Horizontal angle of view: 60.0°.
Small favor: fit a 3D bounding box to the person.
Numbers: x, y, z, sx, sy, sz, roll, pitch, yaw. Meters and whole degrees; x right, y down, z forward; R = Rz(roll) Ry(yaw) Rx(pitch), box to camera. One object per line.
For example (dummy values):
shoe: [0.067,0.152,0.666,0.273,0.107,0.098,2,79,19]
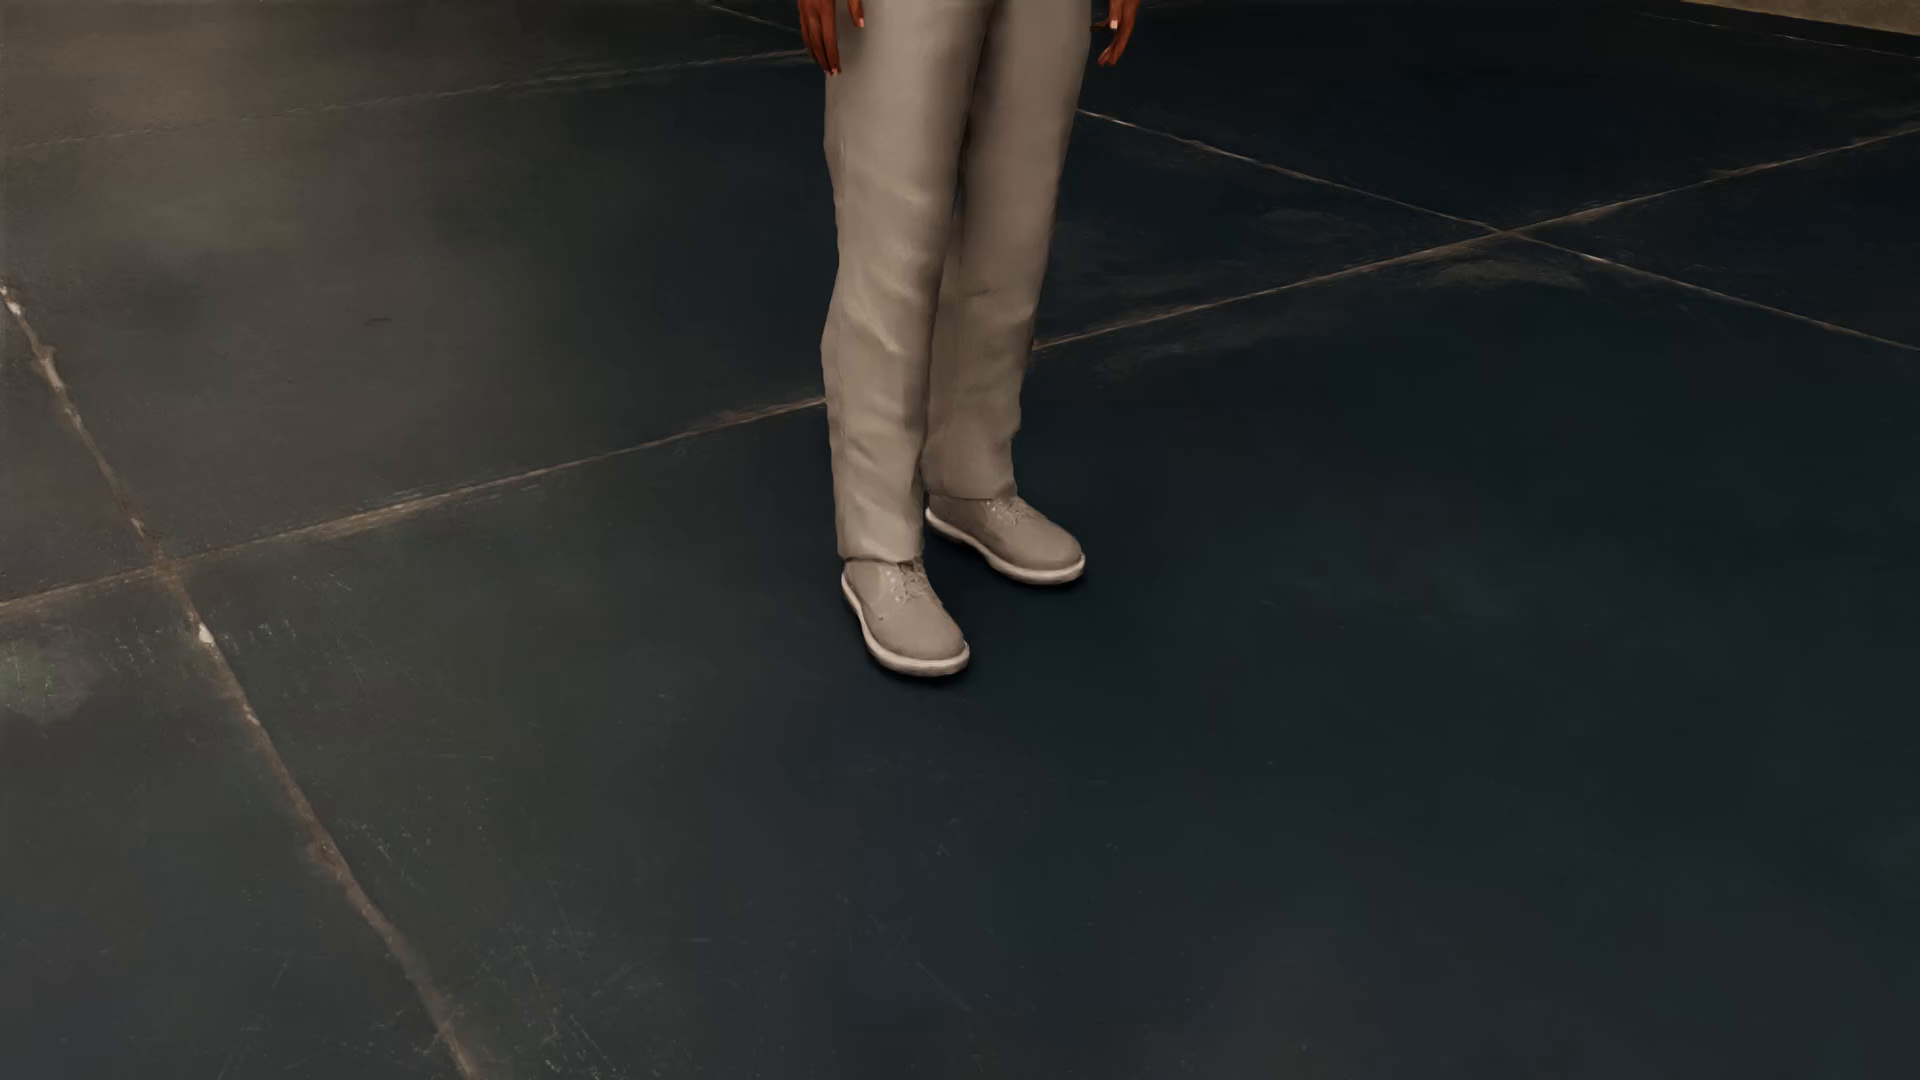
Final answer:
person: [0.027,-0.732,2.052,0.570,1.695,0.529,-17,31,-31]
